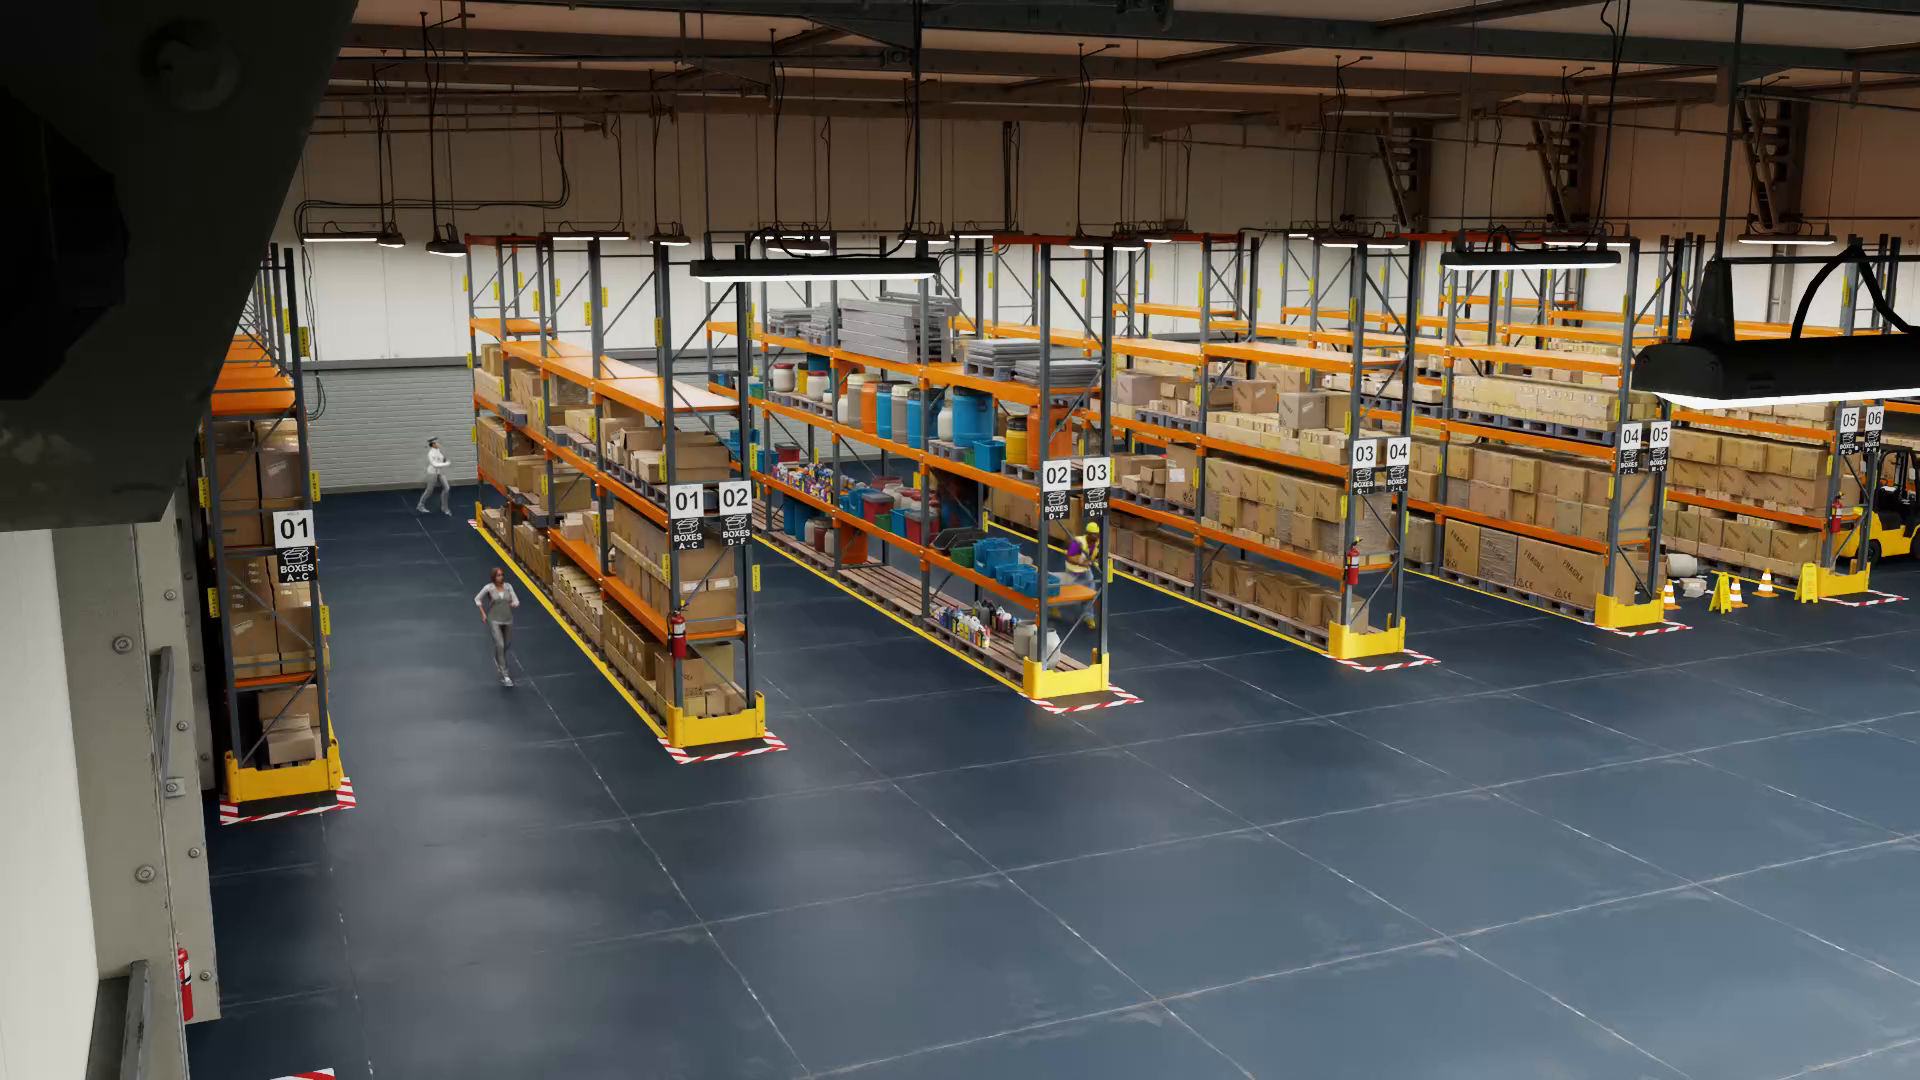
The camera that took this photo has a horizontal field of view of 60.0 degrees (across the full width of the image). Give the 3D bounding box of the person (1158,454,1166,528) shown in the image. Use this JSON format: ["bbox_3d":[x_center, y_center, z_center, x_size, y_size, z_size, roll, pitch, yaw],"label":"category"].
[{"bbox_3d":[3.957,-0.898,33.284,0.653,1.713,0.712,-9,14,-39],"label":"person"}]

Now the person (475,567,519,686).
[{"bbox_3d":[-6.339,1.148,22.894,0.548,1.592,0.888,-7,13,-33],"label":"person"}]

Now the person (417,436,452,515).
[{"bbox_3d":[-11.298,-1.371,35.763,0.831,1.745,0.586,1,11,3],"label":"person"}]

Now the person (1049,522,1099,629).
[{"bbox_3d":[1.836,0.519,26.175,1.048,1.714,0.750,11,15,43],"label":"person"}]
